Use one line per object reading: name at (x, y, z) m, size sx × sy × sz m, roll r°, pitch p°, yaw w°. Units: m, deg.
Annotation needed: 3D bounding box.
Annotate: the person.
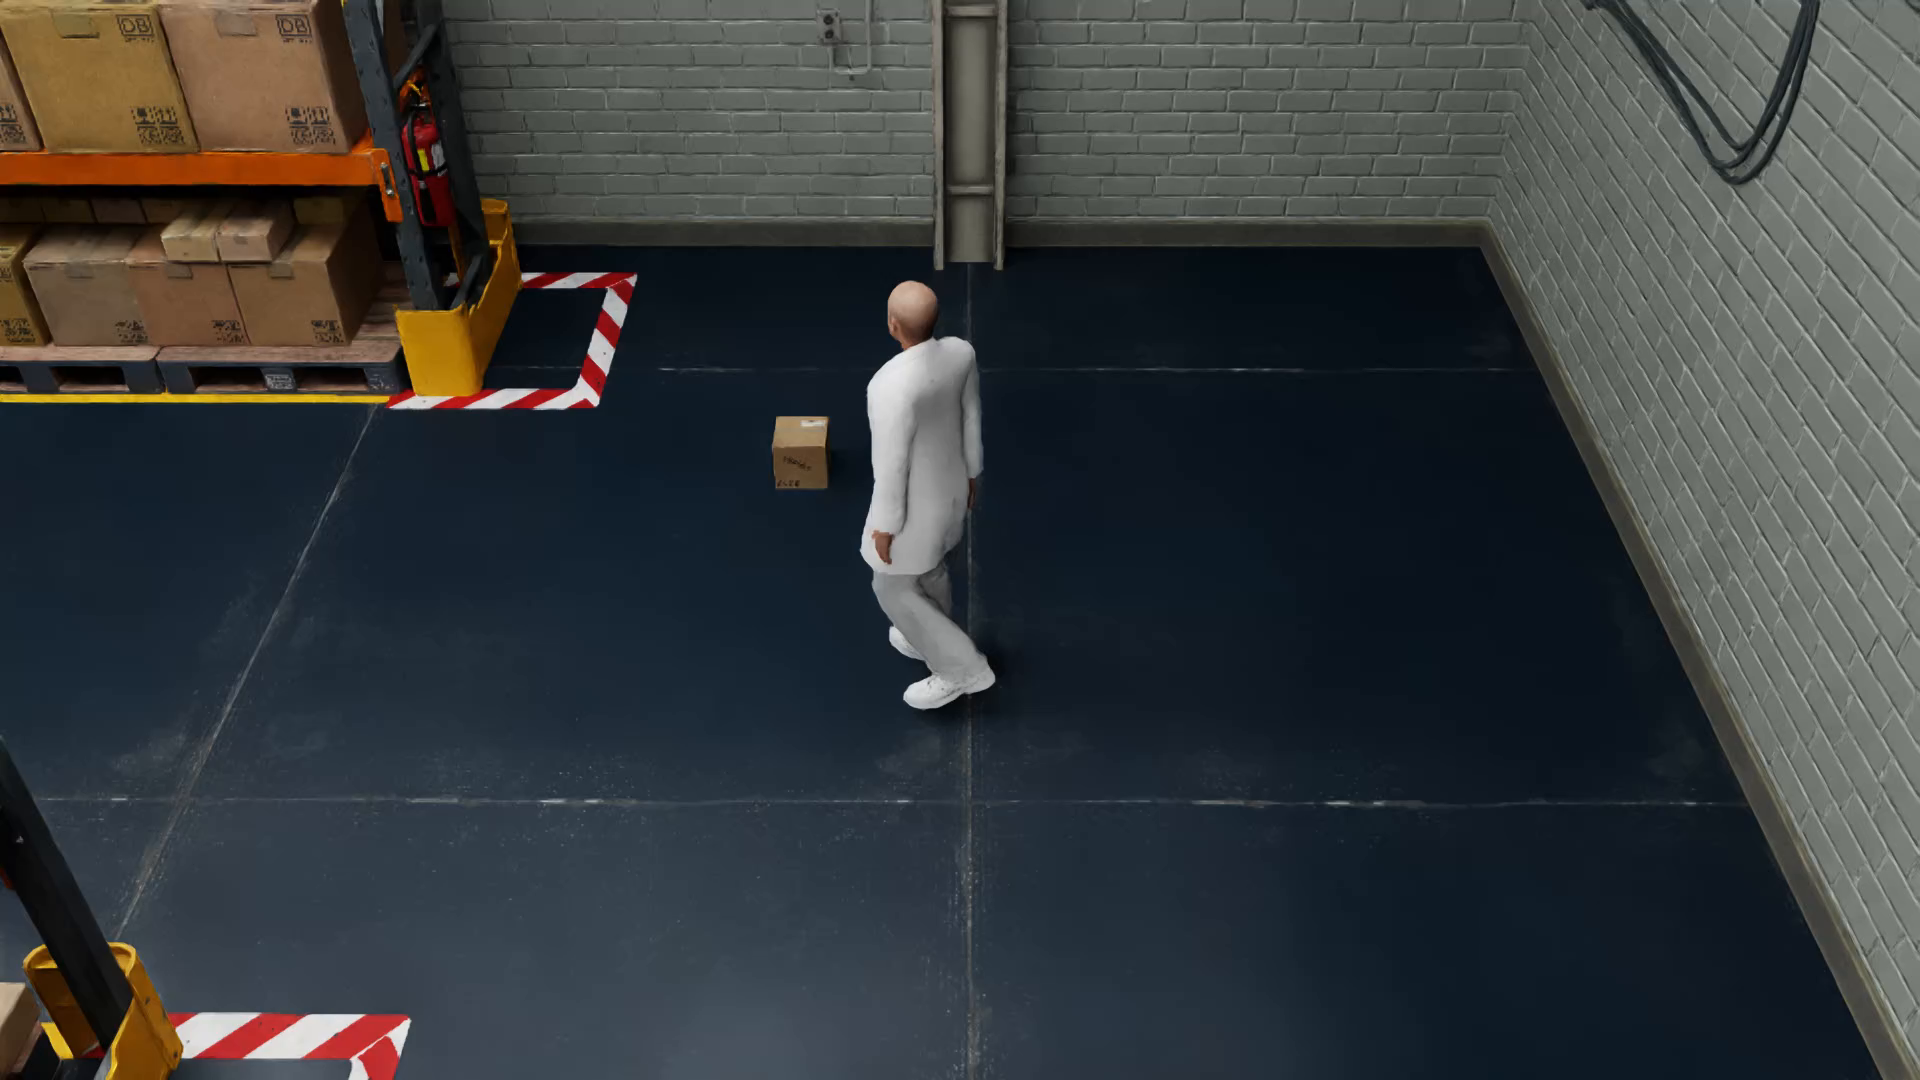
person at (-0.081, -0.139, 6.335) m, size 0.604 × 1.771 × 0.619 m, roll 23°, pitch 44°, yaw 25°
